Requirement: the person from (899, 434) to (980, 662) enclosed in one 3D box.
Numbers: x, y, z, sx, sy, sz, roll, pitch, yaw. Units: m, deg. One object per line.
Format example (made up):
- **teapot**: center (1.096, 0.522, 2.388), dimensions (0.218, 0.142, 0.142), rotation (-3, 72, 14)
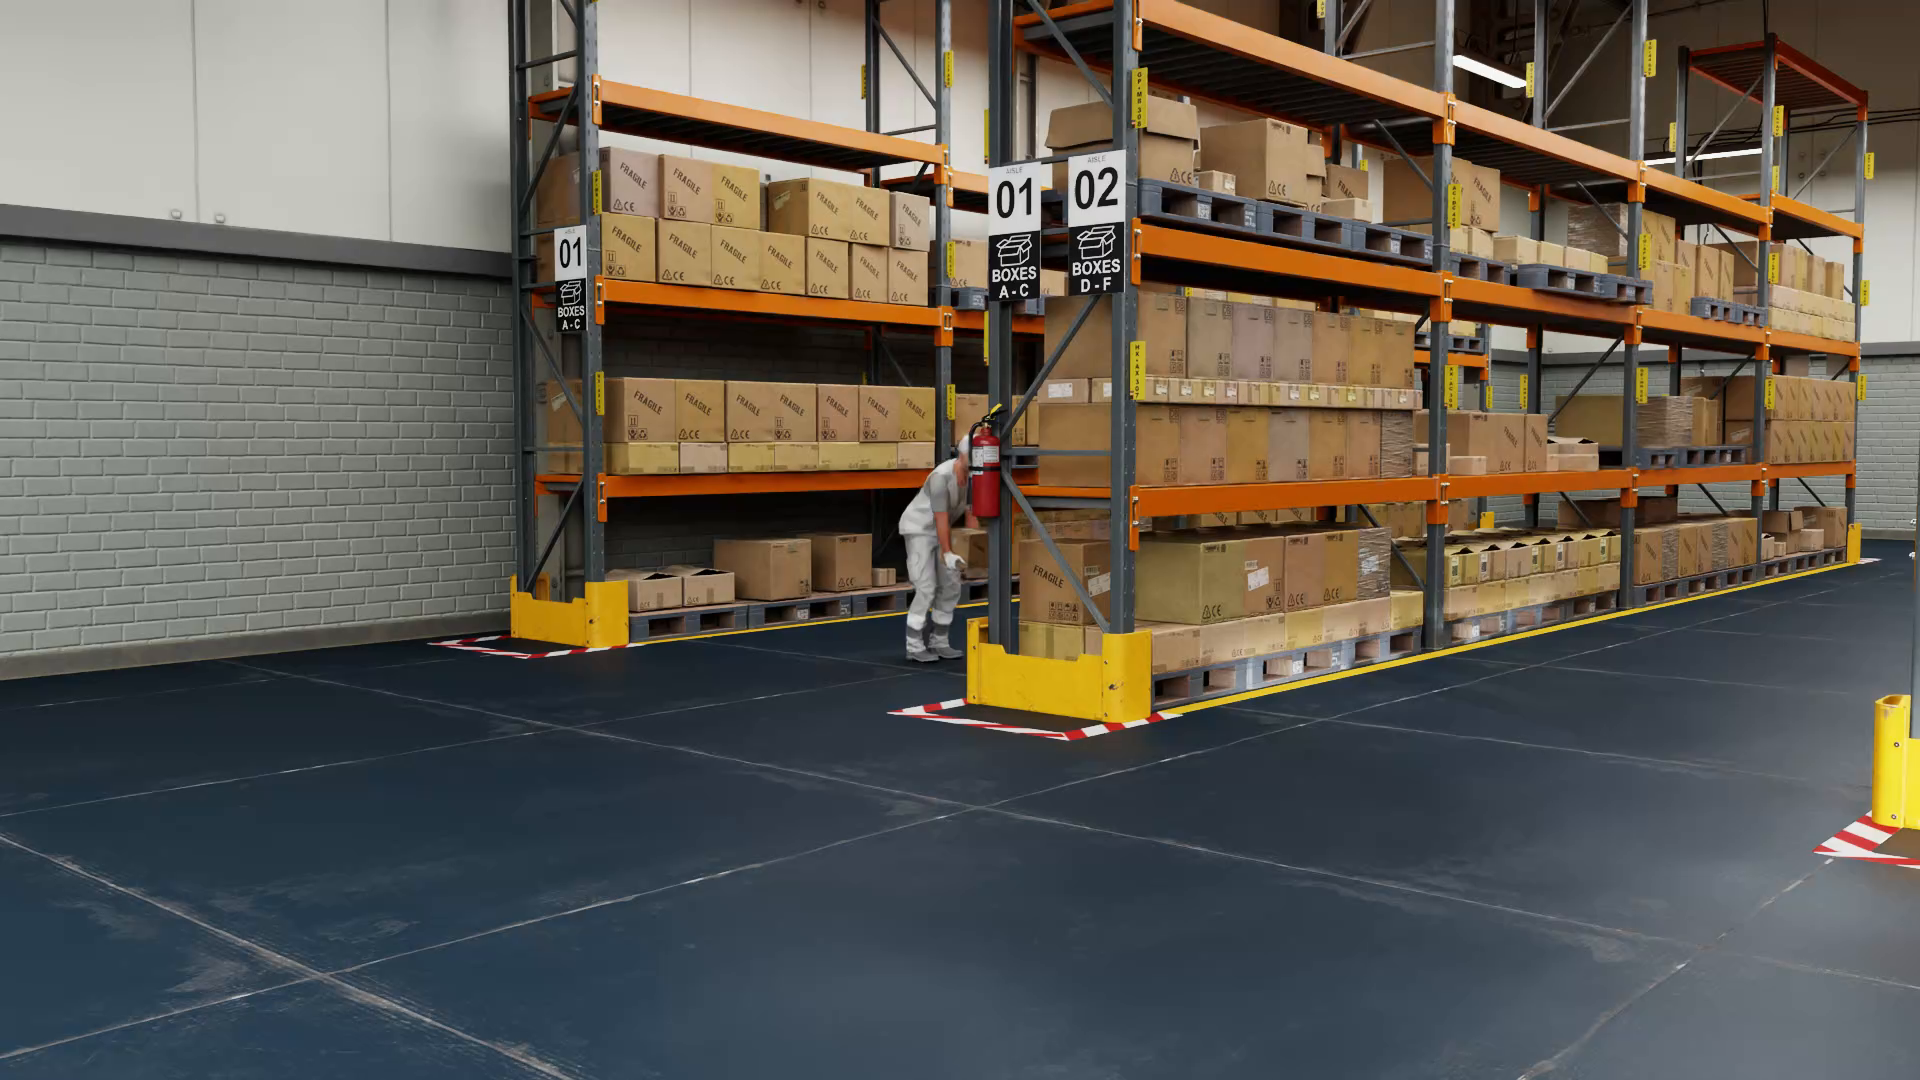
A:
- **person**: center (-0.079, 0.055, 11.873), dimensions (0.739, 1.628, 0.492), rotation (3, 5, 40)
